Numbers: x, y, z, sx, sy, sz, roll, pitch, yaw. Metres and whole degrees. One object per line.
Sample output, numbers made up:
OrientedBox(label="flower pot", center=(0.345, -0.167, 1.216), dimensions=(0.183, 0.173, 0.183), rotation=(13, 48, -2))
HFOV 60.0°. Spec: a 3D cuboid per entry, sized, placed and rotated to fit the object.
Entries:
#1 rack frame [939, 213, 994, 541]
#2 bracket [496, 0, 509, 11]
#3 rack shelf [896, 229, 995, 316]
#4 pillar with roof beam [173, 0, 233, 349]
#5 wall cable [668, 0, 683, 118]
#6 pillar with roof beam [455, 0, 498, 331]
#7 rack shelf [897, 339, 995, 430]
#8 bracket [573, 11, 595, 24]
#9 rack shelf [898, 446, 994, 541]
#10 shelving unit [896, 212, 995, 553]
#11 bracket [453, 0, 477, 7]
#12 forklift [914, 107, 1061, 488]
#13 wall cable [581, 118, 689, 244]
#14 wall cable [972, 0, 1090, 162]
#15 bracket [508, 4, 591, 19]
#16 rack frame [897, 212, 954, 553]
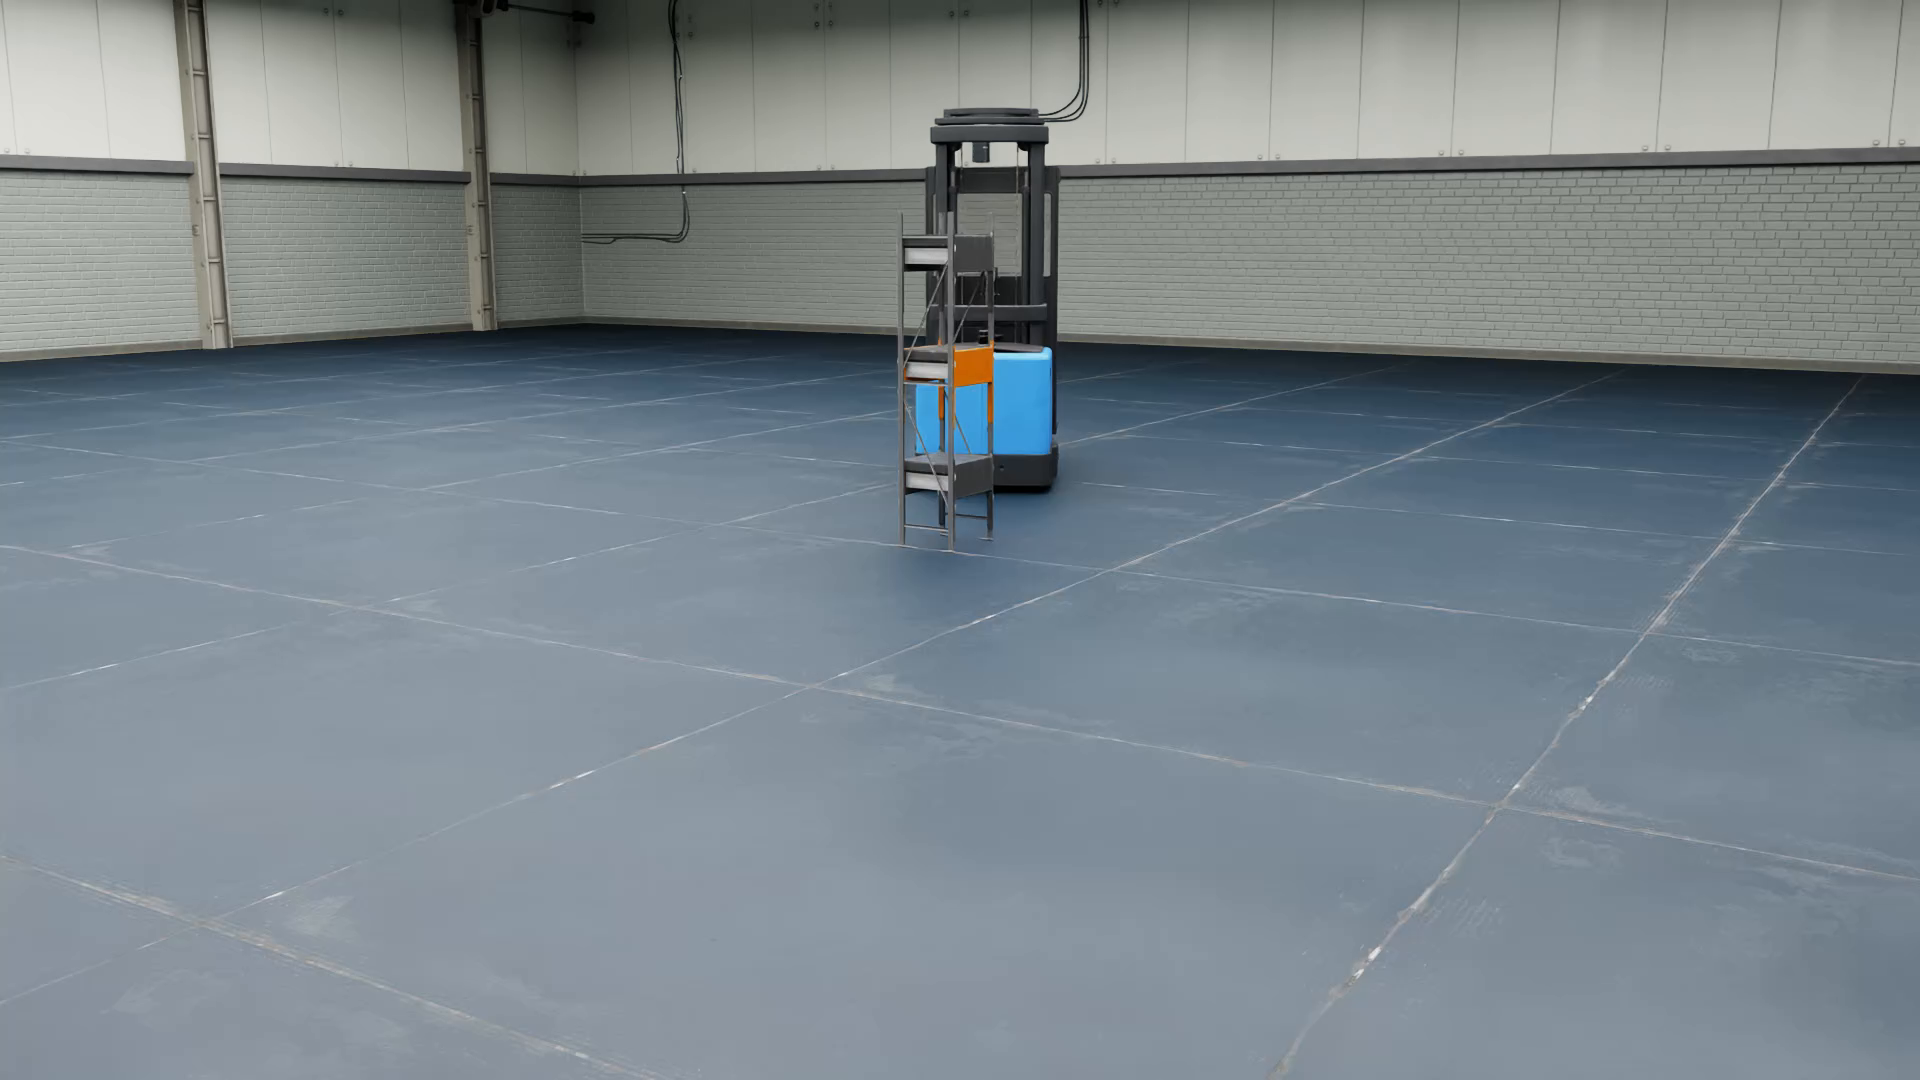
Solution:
OrientedBox(label="rack frame", center=(0.041, -1.044, 10.741), dimensions=(0.400, 2.100, 0.015), rotation=(6, 12, 31))
OrientedBox(label="bracket", center=(-9.018, -10.439, 32.391), dimensions=(0.235, 0.232, 0.430), rotation=(6, 12, 31))
OrientedBox(label="rack shelf", center=(-0.086, -1.681, 10.410), dimensions=(0.431, 0.518, 0.480), rotation=(6, 12, 31))
OrientedBox(label="pillar with roof beam", center=(-8.973, -7.283, 25.317), dimensions=(9.100, 9.000, 0.400), rotation=(6, 12, 31))
OrientedBox(label="wall cable", center=(-4.565, -9.673, 32.795), dimensions=(3.097, 2.526, 0.112), rotation=(6, 12, 31))
OrientedBox(label="pillar with roof beam", center=(-5.858, -8.227, 30.358), dimensions=(9.100, 9.000, 0.548), rotation=(6, 12, 31))
OrientedBox(label="rack shelf", center=(-0.086, -0.993, 10.539), dimensions=(0.431, 0.518, 0.480), rotation=(6, 12, 31))
OrientedBox(label="bracket", center=(-7.788, -10.811, 34.382), dimensions=(0.235, 0.232, 0.430), rotation=(6, 12, 31))
OrientedBox(label="rack shelf", center=(-0.086, -0.305, 10.668), dimensions=(0.431, 0.518, 0.480), rotation=(6, 12, 31))
OrientedBox(label="shelving unit", center=(-0.086, -1.006, 10.536), dimensions=(0.431, 2.100, 0.503), rotation=(6, 12, 31))
OrientedBox(label="bracket", center=(-9.449, -10.308, 31.694), dimensions=(0.235, 0.232, 0.430), rotation=(6, 12, 31))
OrientedBox(label="forklift", center=(0.280, -2.064, 13.927), dimensions=(1.130, 2.935, 3.031), rotation=(1, 11, 4))
OrientedBox(label="wall cable", center=(-6.878, -7.449, 34.640), dimensions=(3.097, 2.526, 0.112), rotation=(6, 12, 31))
OrientedBox(label="wall cable", center=(1.228, -9.737, 29.184), dimensions=(2.305, 6.003, 0.169), rotation=(6, 12, 31))
OrientedBox(label="bracket", center=(-8.095, -10.719, 33.886), dimensions=(0.076, 0.066, 3.189), rotation=(6, 12, 31))
OrientedBox(label="rack frame", center=(-0.213, -0.968, 10.331), dimensions=(0.400, 2.100, 0.015), rotation=(6, 12, 31))
